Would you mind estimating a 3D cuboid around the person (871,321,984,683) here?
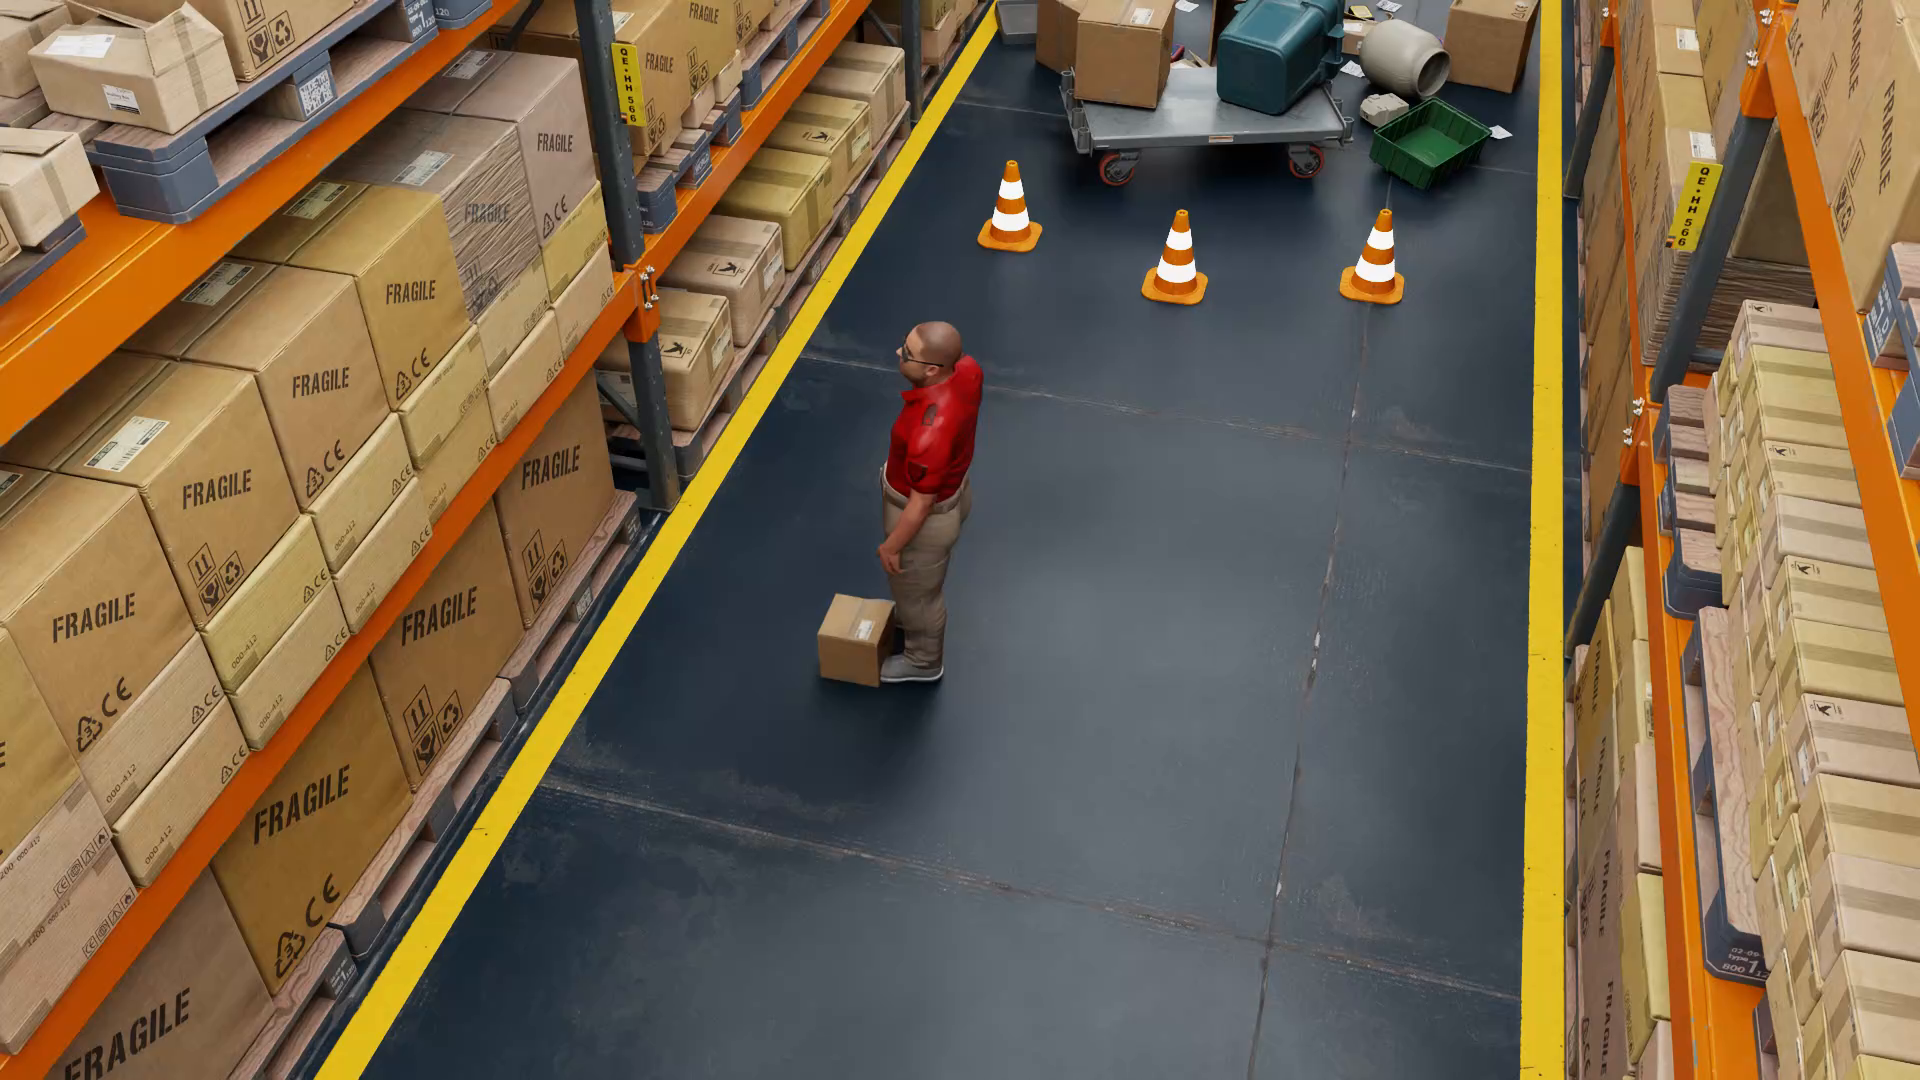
[{"bbox_3d":[-0.217,-0.139,6.319,0.551,1.727,0.635,10,42,11],"label":"person"}]
